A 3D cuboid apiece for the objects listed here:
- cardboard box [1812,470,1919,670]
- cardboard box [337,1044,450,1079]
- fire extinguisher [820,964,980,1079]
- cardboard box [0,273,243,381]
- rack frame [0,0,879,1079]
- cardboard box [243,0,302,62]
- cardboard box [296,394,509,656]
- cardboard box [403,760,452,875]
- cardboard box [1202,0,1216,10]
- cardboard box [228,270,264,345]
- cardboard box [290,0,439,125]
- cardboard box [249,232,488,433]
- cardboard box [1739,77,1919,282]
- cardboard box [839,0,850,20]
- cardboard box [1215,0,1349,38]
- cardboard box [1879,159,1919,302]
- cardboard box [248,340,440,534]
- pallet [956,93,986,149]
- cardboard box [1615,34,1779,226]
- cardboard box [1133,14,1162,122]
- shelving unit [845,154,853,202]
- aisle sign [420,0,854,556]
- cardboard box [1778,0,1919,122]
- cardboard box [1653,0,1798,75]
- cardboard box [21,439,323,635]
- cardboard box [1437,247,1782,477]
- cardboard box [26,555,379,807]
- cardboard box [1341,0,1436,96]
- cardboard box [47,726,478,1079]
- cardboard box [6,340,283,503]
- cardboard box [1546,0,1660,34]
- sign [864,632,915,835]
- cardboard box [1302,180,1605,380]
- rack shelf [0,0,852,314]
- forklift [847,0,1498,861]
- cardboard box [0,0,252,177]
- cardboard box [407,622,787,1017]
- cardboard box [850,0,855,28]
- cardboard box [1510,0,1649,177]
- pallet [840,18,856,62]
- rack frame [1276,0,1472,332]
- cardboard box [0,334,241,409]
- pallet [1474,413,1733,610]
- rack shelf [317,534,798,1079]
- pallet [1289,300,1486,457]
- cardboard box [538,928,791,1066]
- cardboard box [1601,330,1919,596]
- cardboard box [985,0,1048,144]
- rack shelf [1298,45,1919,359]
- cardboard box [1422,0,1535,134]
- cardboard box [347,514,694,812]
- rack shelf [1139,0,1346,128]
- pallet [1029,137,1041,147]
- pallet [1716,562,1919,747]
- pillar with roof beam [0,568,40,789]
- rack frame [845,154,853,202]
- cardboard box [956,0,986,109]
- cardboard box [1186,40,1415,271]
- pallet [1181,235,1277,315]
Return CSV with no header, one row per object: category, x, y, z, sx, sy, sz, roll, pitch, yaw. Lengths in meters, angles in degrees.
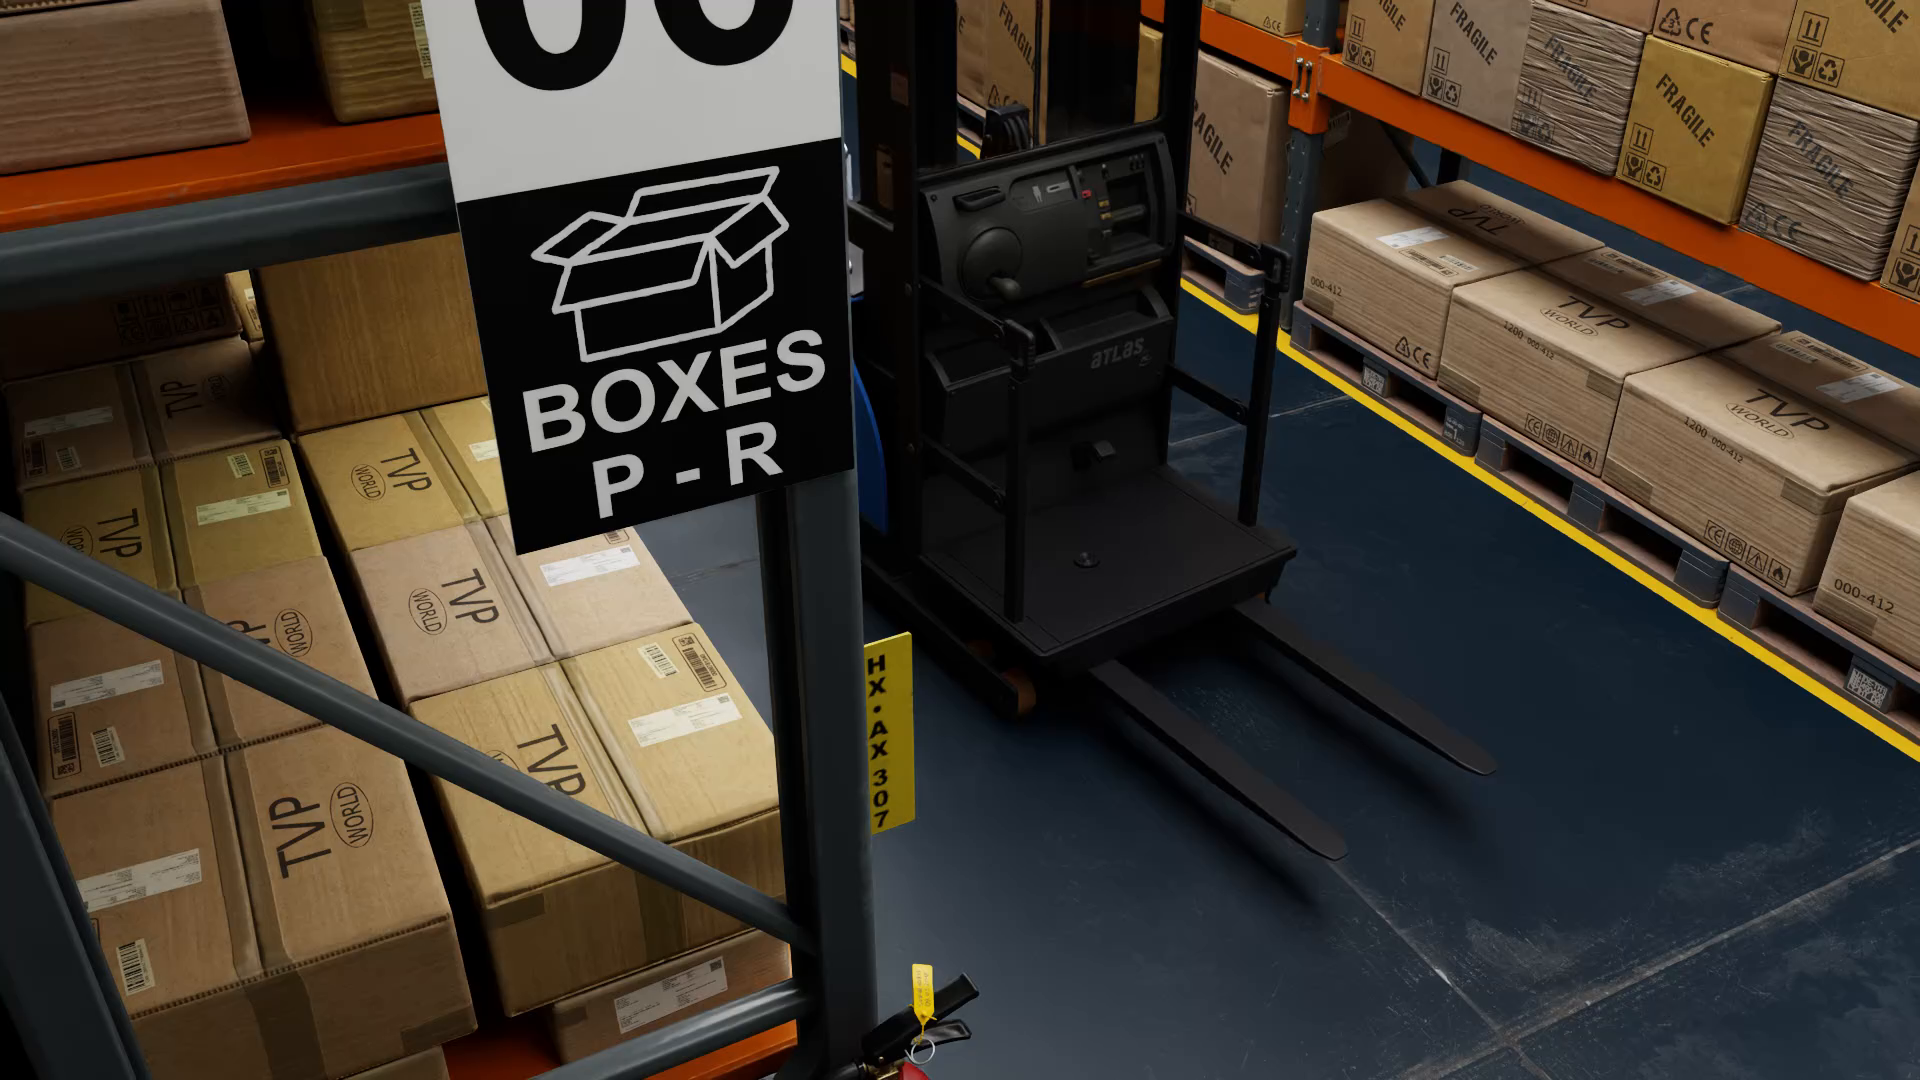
cardboard box,3.405,0.133,5.248,0.875,0.438,0.875,-17,36,-25
cardboard box,-0.980,0.786,2.475,0.380,0.149,0.250,-16,36,-24
fire extinguisher,-0.111,0.915,2.459,0.296,0.674,0.183,-16,36,-23
cardboard box,-1.995,-0.738,3.790,0.500,0.500,0.500,-17,36,-24
rack frame,-0.586,0.770,2.267,0.949,2.616,0.053,-16,36,-23
cardboard box,-0.677,-0.715,2.038,0.380,0.149,0.250,-15,36,-22
cardboard box,-1.036,-0.057,3.422,0.500,0.250,0.500,-17,36,-24
cardboard box,-0.812,0.424,3.040,0.380,0.149,0.250,-16,36,-24
cardboard box,1.267,-2.719,7.852,0.500,0.250,0.500,-16,36,-24
cardboard box,-1.533,-0.542,4.178,0.500,0.250,0.500,-16,36,-23
cardboard box,-0.531,-0.597,1.853,0.380,0.149,0.250,-15,36,-22
cardboard box,-1.261,-0.607,3.585,0.500,0.500,0.500,-15,36,-22
cardboard box,2.873,-1.171,5.205,0.500,0.500,0.500,-15,36,-22
cardboard box,-0.535,-3.990,11.743,0.950,0.372,0.625,-17,36,-24
cardboard box,1.504,-2.476,7.473,0.500,0.250,0.500,-17,36,-24
cardboard box,3.121,-0.928,4.826,0.500,0.500,0.500,-17,36,-24
cardboard box,-1.293,-0.296,3.794,0.500,0.250,0.500,-17,36,-24
pallet,0.372,-2.728,10.312,1.003,0.211,1.213,-16,36,-23
cardboard box,2.620,-1.414,5.584,0.500,0.500,0.500,-15,35,-22
cardboard box,1.148,-2.375,8.757,0.875,0.875,0.875,-15,36,-22
shelving unit,-0.642,-1.015,6.712,0.258,1.200,0.503,-19,36,-27
aisle sign,-0.297,-0.365,1.629,0.394,0.787,0.004,-16,36,-23
cardboard box,2.868,-1.591,4.934,0.500,0.500,0.500,-16,36,-23
cardboard box,2.635,-1.832,5.309,0.500,0.500,0.500,-16,36,-23
cardboard box,-1.504,0.072,3.220,0.500,0.250,0.500,-15,35,-22
cardboard box,2.552,-0.732,6.598,0.875,0.438,0.875,-17,36,-24
cardboard box,-1.277,0.310,2.849,0.500,0.250,0.500,-16,36,-23
cardboard box,1.923,-2.140,6.718,0.500,0.500,0.500,-15,35,-22
cardboard box,-1.038,0.556,2.465,0.500,0.250,0.500,-15,36,-22
cardboard box,-1.747,-0.177,3.609,0.500,0.250,0.500,-16,36,-23
cardboard box,2.403,-2.073,5.686,0.500,0.500,0.500,-15,36,-22
sign,-0.109,0.270,2.246,0.100,0.325,0.005,-16,36,-23
cardboard box,2.134,-1.160,7.265,0.875,0.438,0.875,-16,36,-24
rack shelf,-1.521,-1.144,3.141,1.077,0.370,4.000,-16,36,-23
forklift,0.420,-0.954,5.023,1.130,2.935,3.031,-21,38,-29
cardboard box,-0.942,-0.481,1.672,0.380,0.149,0.250,-15,36,-22
cardboard box,-0.562,0.425,2.670,0.500,0.250,0.500,-16,36,-23
cardboard box,-0.184,-3.640,11.197,0.950,0.372,0.625,-18,37,-26
cardboard box,2.380,-1.660,5.968,0.500,0.500,0.500,-16,36,-23
pallet,-0.292,-3.496,11.511,1.003,0.211,1.213,-16,36,-23
rack frame,1.936,-2.388,7.197,1.000,3.000,0.127,-16,36,-23
cardboard box,-1.983,-0.411,3.975,0.500,0.250,0.500,-15,36,-22
pallet,2.794,-0.248,6.442,1.003,0.211,1.213,-16,36,-23
rack shelf,-1.521,0.119,3.950,1.077,0.370,4.000,-16,36,-23
pallet,2.221,-0.831,7.352,1.003,0.211,1.213,-16,36,-23
cardboard box,-0.499,0.651,2.686,0.380,0.149,0.250,-16,36,-23
cardboard box,2.971,-0.302,5.926,0.875,0.438,0.875,-15,36,-22
cardboard box,0.732,-2.802,9.423,0.875,0.875,0.875,-15,36,-23
rack shelf,2.868,-1.131,5.901,1.077,0.370,4.000,-16,36,-23
cardboard box,2.154,-1.899,6.341,0.500,0.500,0.500,-16,36,-23
cardboard box,-0.797,0.184,3.045,0.500,0.250,0.500,-15,36,-23
rack shelf,1.003,-3.040,8.881,1.077,0.370,4.000,-16,36,-23
pallet,0.937,-2.146,9.404,1.003,0.211,1.213,-16,36,-23
pallet,3.359,0.333,5.535,1.003,0.211,1.213,-16,36,-23
pillar with roof beam,0.882,-4.188,4.445,9.100,9.000,0.400,-16,36,-23
rack frame,-0.510,-0.909,6.536,0.240,1.200,0.015,-19,36,-27
cardboard box,0.319,-3.229,10.089,0.875,0.875,0.875,-16,36,-24
cardboard box,1.576,-1.946,8.087,0.875,0.875,0.875,-15,35,-22
pallet,1.509,-1.563,8.494,1.003,0.211,1.213,-16,36,-23
